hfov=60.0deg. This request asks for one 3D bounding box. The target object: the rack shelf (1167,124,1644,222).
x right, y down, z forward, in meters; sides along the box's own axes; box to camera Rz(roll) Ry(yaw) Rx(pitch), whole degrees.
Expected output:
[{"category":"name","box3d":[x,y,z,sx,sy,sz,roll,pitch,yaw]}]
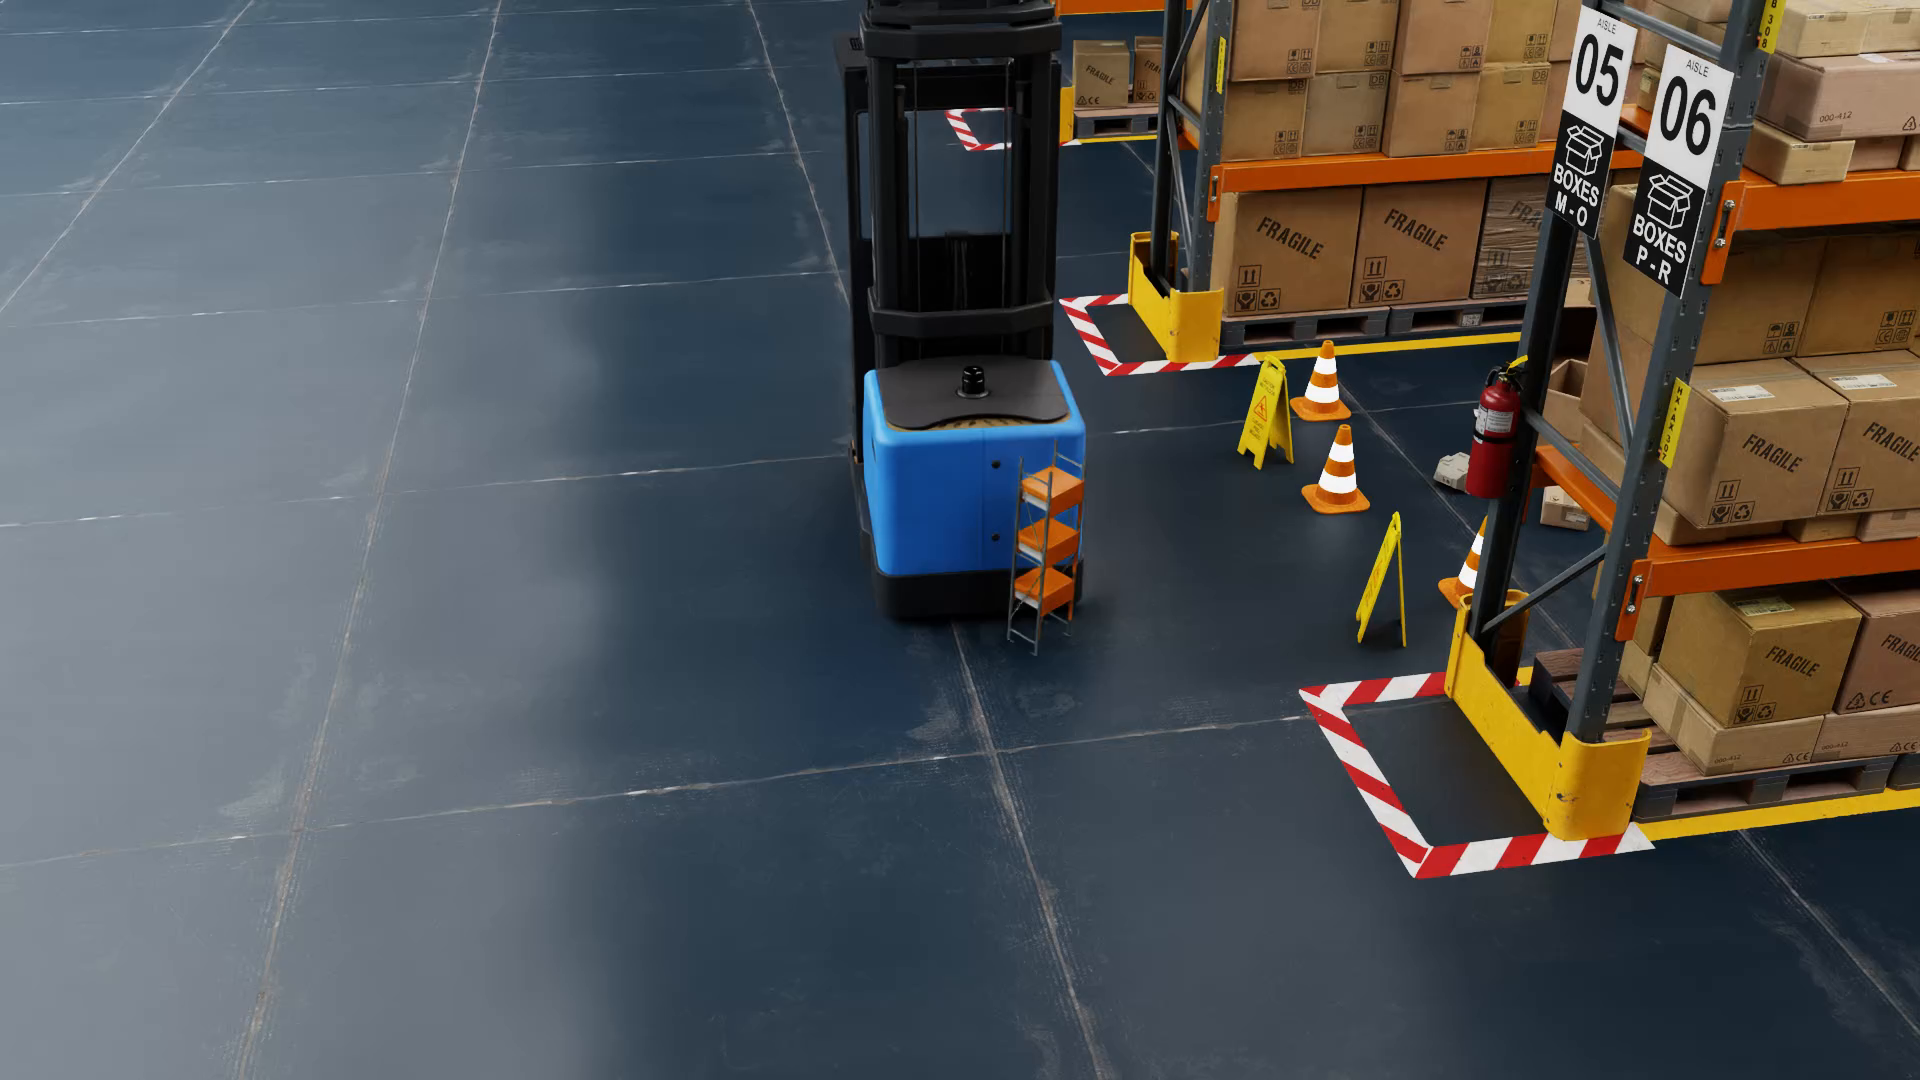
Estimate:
[{"category":"rack shelf","box3d":[3.473,-2.653,11.403,4.000,0.370,1.077,-5,31,-9]}]

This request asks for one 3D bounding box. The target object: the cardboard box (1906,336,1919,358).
[{"category":"cardboard box","box3d":[4.022,-0.494,6.630,0.500,0.500,0.500,-6,31,-10]}]

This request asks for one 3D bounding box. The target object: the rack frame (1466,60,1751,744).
[{"category":"rack frame","box3d":[2.497,-0.322,6.729,0.127,3.000,1.000,-5,31,-9]}]

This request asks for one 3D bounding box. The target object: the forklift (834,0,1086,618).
[{"category":"forklift","box3d":[-0.070,-1.600,8.970,1.130,2.935,3.031,-4,31,-6]}]

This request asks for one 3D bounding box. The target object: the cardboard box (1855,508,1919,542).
[{"category":"cardboard box","box3d":[3.647,-0.156,6.694,0.250,0.149,0.380,-5,31,-8]}]

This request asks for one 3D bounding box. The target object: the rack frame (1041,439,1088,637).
[{"category":"rack frame","box3d":[0.498,0.005,8.084,0.200,1.050,0.008,29,41,35]}]

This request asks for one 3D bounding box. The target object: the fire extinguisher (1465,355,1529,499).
[{"category":"fire extinguisher","box3d":[2.301,-0.508,7.121,0.183,0.674,0.296,-5,31,-9]}]

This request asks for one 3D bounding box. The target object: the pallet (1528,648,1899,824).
[{"category":"pallet","box3d":[3.377,0.816,7.544,1.213,0.211,1.003,-5,31,-9]}]

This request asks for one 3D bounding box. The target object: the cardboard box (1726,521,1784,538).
[{"category":"cardboard box","box3d":[3.114,-0.172,6.721,0.250,0.149,0.380,-5,31,-8]}]

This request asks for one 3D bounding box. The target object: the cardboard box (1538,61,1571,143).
[{"category":"cardboard box","box3d":[3.990,-3.119,11.337,0.550,0.550,0.875,-5,31,-9]}]

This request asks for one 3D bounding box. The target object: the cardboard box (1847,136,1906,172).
[{"category":"cardboard box","box3d":[3.124,-1.444,5.925,0.250,0.149,0.380,-6,31,-10]}]

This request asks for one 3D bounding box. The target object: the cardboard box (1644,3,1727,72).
[{"category":"cardboard box","box3d":[2.951,-1.860,6.239,0.500,0.250,0.500,-6,31,-10]}]

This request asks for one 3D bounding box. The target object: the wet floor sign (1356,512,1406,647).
[{"category":"wet floor sign","box3d":[2.117,0.177,8.203,0.232,0.644,0.267,5,31,8]}]

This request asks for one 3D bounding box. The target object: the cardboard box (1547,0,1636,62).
[{"category":"cardboard box","box3d":[3.995,-3.571,11.040,0.550,0.550,0.875,-5,31,-9]}]

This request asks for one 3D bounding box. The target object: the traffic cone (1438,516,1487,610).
[{"category":"traffic cone","box3d":[2.687,0.089,8.532,0.334,0.463,0.336,-5,31,-9]}]

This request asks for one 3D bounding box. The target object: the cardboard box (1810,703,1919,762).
[{"category":"cardboard box","box3d":[3.843,0.703,7.283,0.500,0.250,0.500,-4,31,-7]}]

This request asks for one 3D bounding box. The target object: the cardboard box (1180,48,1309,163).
[{"category":"cardboard box","box3d":[1.862,-2.902,10.968,0.550,0.550,0.875,-5,31,-9]}]

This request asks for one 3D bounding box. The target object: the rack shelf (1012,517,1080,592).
[{"category":"rack shelf","box3d":[0.413,0.058,8.014,0.215,0.259,0.240,29,41,35]}]

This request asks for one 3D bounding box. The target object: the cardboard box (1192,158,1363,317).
[{"category":"cardboard box","box3d":[2.161,-2.141,11.504,0.875,0.875,0.875,-5,31,-9]}]

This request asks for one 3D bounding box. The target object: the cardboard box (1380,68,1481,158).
[{"category":"cardboard box","box3d":[2.973,-2.952,11.053,0.550,0.550,0.875,-5,31,-9]}]

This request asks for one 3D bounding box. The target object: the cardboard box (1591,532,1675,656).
[{"category":"cardboard box","box3d":[3.238,0.156,7.475,0.500,0.500,0.500,-5,31,-9]}]

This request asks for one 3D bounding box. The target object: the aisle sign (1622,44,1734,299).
[{"category":"aisle sign","box3d":[2.491,-1.283,5.797,0.004,0.787,0.394,-5,31,-9]}]

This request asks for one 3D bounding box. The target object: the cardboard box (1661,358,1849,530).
[{"category":"cardboard box","box3d":[3.012,-0.398,6.466,0.500,0.500,0.500,-6,31,-10]}]

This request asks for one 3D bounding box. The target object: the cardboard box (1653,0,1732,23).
[{"category":"cardboard box","box3d":[2.776,-2.029,6.133,0.250,0.149,0.380,-5,31,-8]}]

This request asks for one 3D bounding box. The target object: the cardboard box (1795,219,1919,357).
[{"category":"cardboard box","box3d":[3.459,-1.122,6.711,0.500,0.500,0.700,-5,31,-8]}]

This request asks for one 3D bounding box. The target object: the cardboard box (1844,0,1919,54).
[{"category":"cardboard box","box3d":[3.128,-1.812,5.765,0.250,0.149,0.380,-5,31,-9]}]

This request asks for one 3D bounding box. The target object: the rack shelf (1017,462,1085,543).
[{"category":"rack shelf","box3d":[0.425,-0.180,7.860,0.215,0.259,0.240,29,41,35]}]

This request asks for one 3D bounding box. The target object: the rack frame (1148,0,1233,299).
[{"category":"rack frame","box3d":[1.506,-2.781,10.910,0.127,3.000,1.000,-5,31,-9]}]

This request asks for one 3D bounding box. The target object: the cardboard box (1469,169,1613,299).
[{"category":"cardboard box","box3d":[3.923,-2.305,11.782,0.875,0.875,0.875,-5,31,-9]}]

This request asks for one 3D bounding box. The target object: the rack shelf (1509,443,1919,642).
[{"category":"rack shelf","box3d":[4.464,-0.195,7.222,4.000,0.370,1.077,-5,31,-9]}]

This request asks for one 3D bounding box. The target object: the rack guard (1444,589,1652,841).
[{"category":"rack guard","box3d":[2.571,0.748,7.374,0.348,0.500,1.175,-5,31,-9]}]

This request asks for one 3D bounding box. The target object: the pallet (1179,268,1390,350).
[{"category":"pallet","box3d":[2.278,-1.691,11.808,1.213,0.211,1.003,-5,31,-9]}]

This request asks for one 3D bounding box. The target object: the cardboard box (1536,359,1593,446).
[{"category":"cardboard box","box3d":[3.768,-0.669,9.781,0.797,0.503,0.637,23,37,33]}]

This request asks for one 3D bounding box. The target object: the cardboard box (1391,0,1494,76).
[{"category":"cardboard box","box3d":[2.977,-3.405,10.759,0.550,0.550,0.875,-5,31,-9]}]

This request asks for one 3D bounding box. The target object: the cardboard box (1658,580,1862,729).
[{"category":"cardboard box","box3d":[3.363,0.421,7.024,0.500,0.500,0.500,-6,31,-11]}]

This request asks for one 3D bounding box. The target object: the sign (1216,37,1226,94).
[{"category":"sign","box3d":[1.600,-2.911,10.199,0.005,0.325,0.100,-5,31,-9]}]

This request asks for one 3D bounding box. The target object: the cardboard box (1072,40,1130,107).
[{"category":"cardboard box","box3d":[1.329,-4.415,15.742,0.500,0.500,0.500,0,30,0]}]

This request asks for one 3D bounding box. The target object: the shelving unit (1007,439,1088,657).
[{"category":"shelving unit","box3d":[0.413,0.049,8.009,0.215,1.050,0.252,29,41,35]}]

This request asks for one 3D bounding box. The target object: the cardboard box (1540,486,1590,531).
[{"category":"cardboard box","box3d":[3.421,-0.220,9.368,0.250,0.149,0.380,10,32,17]}]

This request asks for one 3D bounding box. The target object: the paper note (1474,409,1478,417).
[{"category":"paper note","box3d":[3.313,-0.793,10.461,0.142,0.017,0.144,5,31,8]}]

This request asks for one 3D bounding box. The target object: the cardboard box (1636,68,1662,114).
[{"category":"cardboard box","box3d":[2.797,-1.679,6.325,0.250,0.149,0.380,-5,31,-9]}]

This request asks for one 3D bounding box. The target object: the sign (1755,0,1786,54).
[{"category":"sign","box3d":[2.594,-1.721,5.287,0.005,0.325,0.100,-5,31,-9]}]

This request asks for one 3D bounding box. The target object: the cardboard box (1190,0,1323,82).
[{"category":"cardboard box","box3d":[1.878,-3.326,10.623,0.550,0.550,0.875,-5,31,-9]}]
